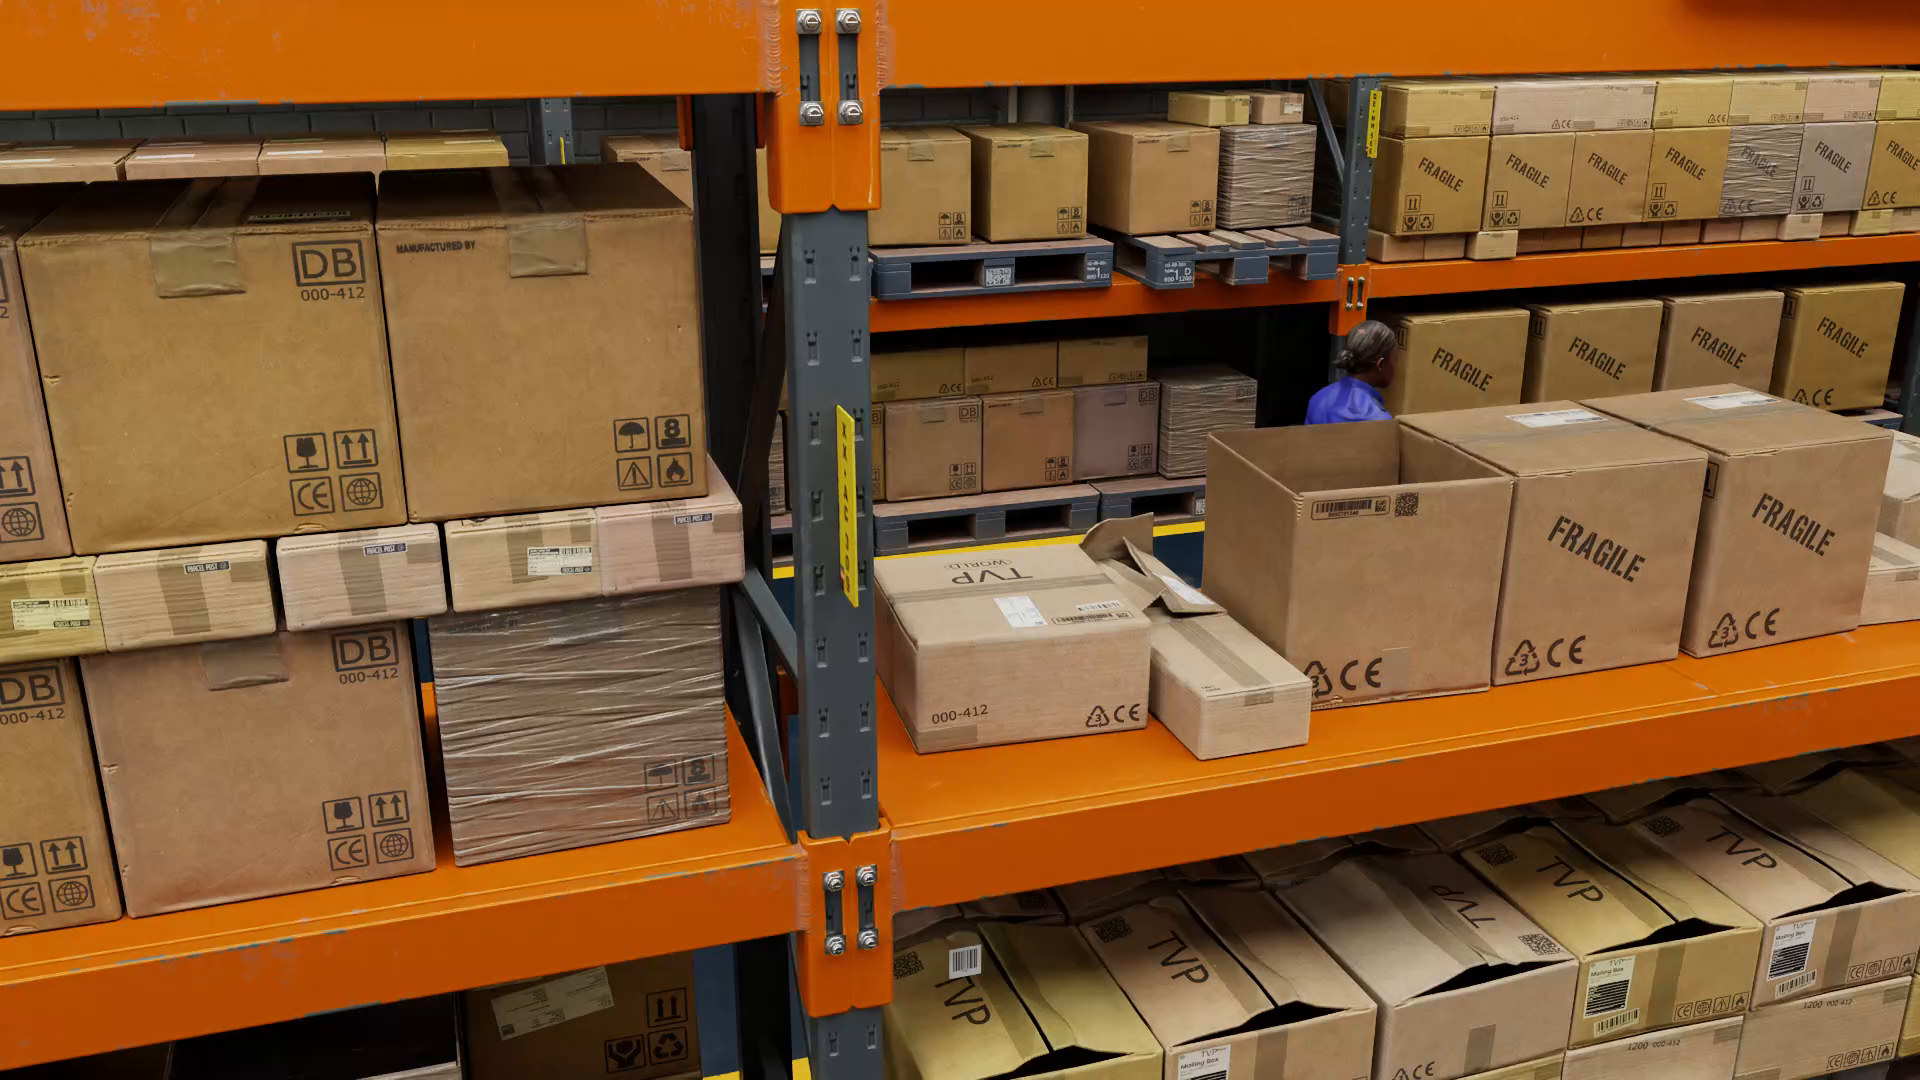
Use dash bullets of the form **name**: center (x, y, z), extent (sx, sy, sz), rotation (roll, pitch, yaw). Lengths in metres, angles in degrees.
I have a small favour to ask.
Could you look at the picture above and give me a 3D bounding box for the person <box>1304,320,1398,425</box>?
- **person**: center (1.400, 0.034, 5.977), extent (0.394, 1.655, 0.527), rotation (-7, 21, -19)
